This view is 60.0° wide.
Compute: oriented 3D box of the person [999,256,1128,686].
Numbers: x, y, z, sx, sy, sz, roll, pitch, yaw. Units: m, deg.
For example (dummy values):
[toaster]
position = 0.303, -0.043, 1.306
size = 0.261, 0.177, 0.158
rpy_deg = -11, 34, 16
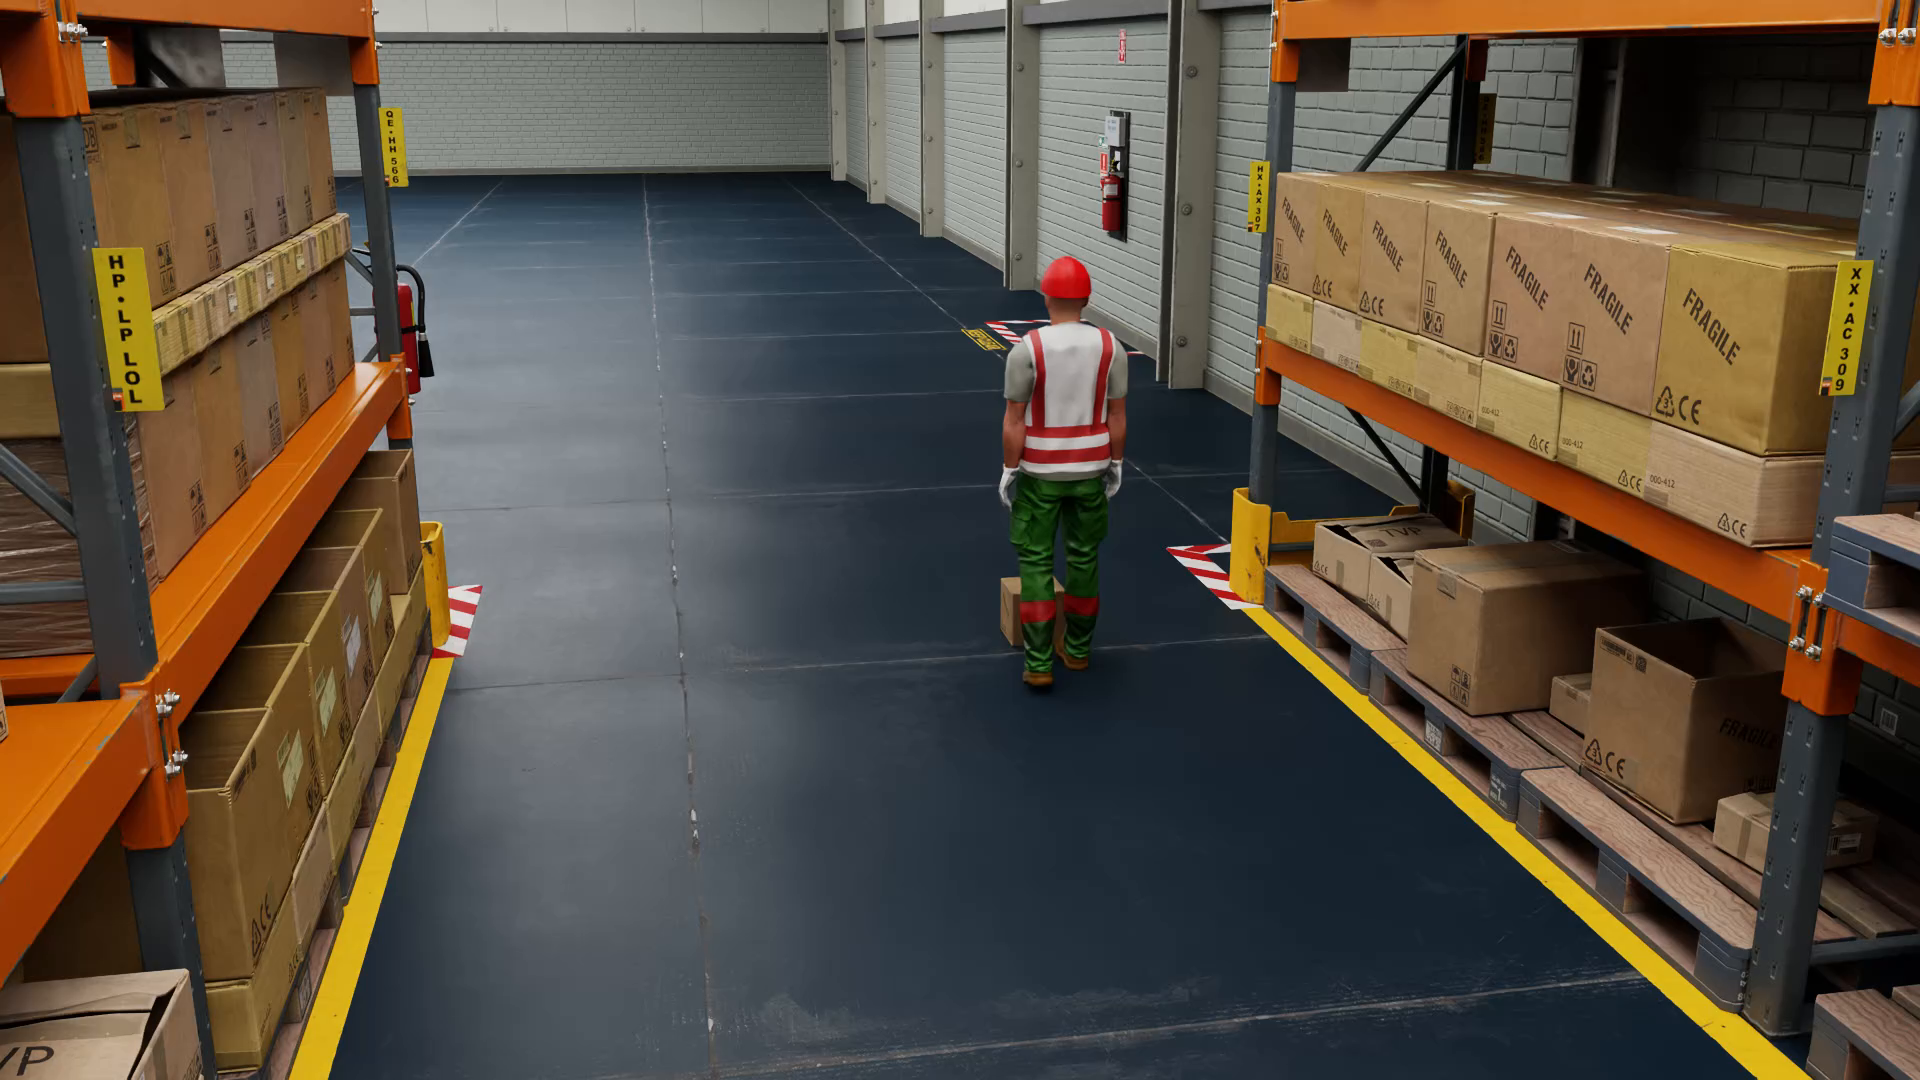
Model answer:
[person]
position = 0.419, -0.283, 6.987
size = 0.538, 1.814, 0.538
rpy_deg = -3, 16, -10
